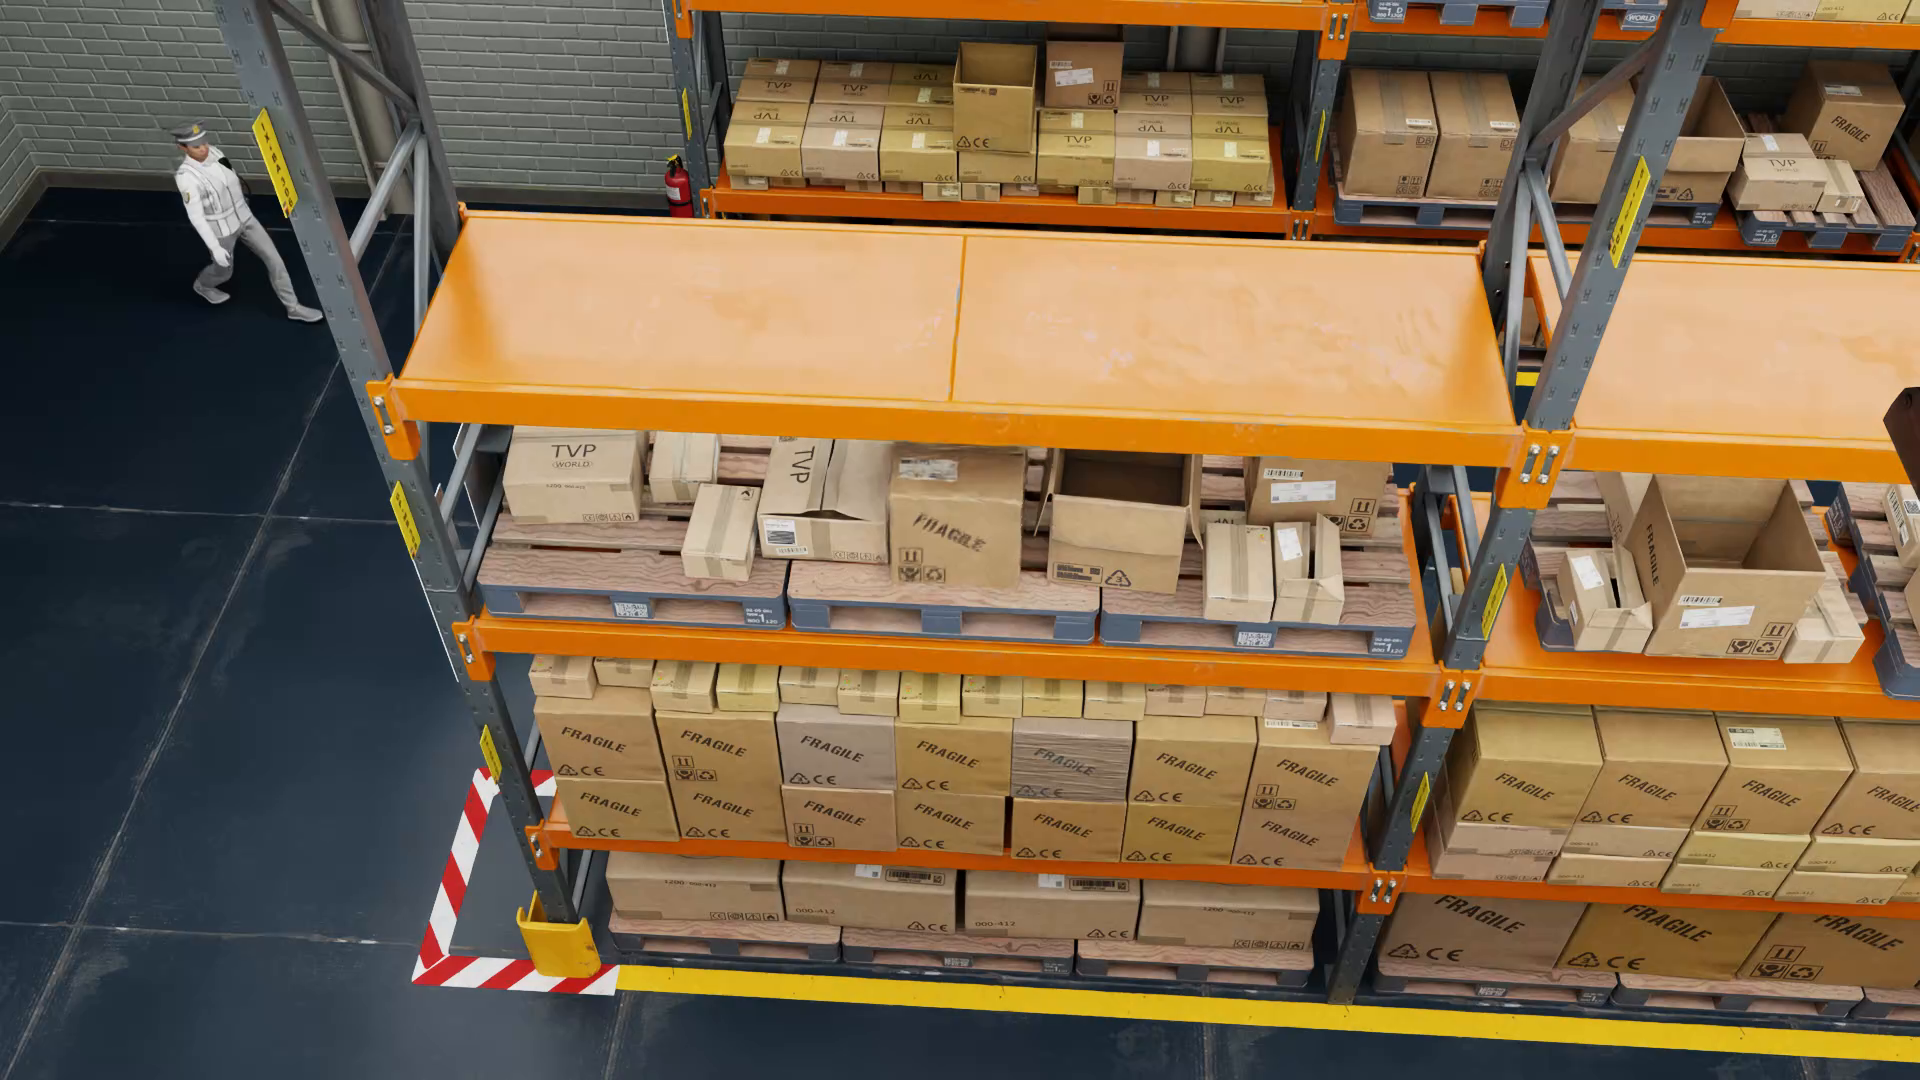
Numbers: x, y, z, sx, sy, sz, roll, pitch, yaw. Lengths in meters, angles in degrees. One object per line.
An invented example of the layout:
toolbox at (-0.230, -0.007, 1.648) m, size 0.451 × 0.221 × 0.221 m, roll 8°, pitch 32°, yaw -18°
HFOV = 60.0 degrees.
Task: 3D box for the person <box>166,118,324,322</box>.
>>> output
person at (-5.149, -2.207, 11.621) m, size 0.992 × 1.630 × 0.534 m, roll 18°, pitch 50°, yaw 15°
